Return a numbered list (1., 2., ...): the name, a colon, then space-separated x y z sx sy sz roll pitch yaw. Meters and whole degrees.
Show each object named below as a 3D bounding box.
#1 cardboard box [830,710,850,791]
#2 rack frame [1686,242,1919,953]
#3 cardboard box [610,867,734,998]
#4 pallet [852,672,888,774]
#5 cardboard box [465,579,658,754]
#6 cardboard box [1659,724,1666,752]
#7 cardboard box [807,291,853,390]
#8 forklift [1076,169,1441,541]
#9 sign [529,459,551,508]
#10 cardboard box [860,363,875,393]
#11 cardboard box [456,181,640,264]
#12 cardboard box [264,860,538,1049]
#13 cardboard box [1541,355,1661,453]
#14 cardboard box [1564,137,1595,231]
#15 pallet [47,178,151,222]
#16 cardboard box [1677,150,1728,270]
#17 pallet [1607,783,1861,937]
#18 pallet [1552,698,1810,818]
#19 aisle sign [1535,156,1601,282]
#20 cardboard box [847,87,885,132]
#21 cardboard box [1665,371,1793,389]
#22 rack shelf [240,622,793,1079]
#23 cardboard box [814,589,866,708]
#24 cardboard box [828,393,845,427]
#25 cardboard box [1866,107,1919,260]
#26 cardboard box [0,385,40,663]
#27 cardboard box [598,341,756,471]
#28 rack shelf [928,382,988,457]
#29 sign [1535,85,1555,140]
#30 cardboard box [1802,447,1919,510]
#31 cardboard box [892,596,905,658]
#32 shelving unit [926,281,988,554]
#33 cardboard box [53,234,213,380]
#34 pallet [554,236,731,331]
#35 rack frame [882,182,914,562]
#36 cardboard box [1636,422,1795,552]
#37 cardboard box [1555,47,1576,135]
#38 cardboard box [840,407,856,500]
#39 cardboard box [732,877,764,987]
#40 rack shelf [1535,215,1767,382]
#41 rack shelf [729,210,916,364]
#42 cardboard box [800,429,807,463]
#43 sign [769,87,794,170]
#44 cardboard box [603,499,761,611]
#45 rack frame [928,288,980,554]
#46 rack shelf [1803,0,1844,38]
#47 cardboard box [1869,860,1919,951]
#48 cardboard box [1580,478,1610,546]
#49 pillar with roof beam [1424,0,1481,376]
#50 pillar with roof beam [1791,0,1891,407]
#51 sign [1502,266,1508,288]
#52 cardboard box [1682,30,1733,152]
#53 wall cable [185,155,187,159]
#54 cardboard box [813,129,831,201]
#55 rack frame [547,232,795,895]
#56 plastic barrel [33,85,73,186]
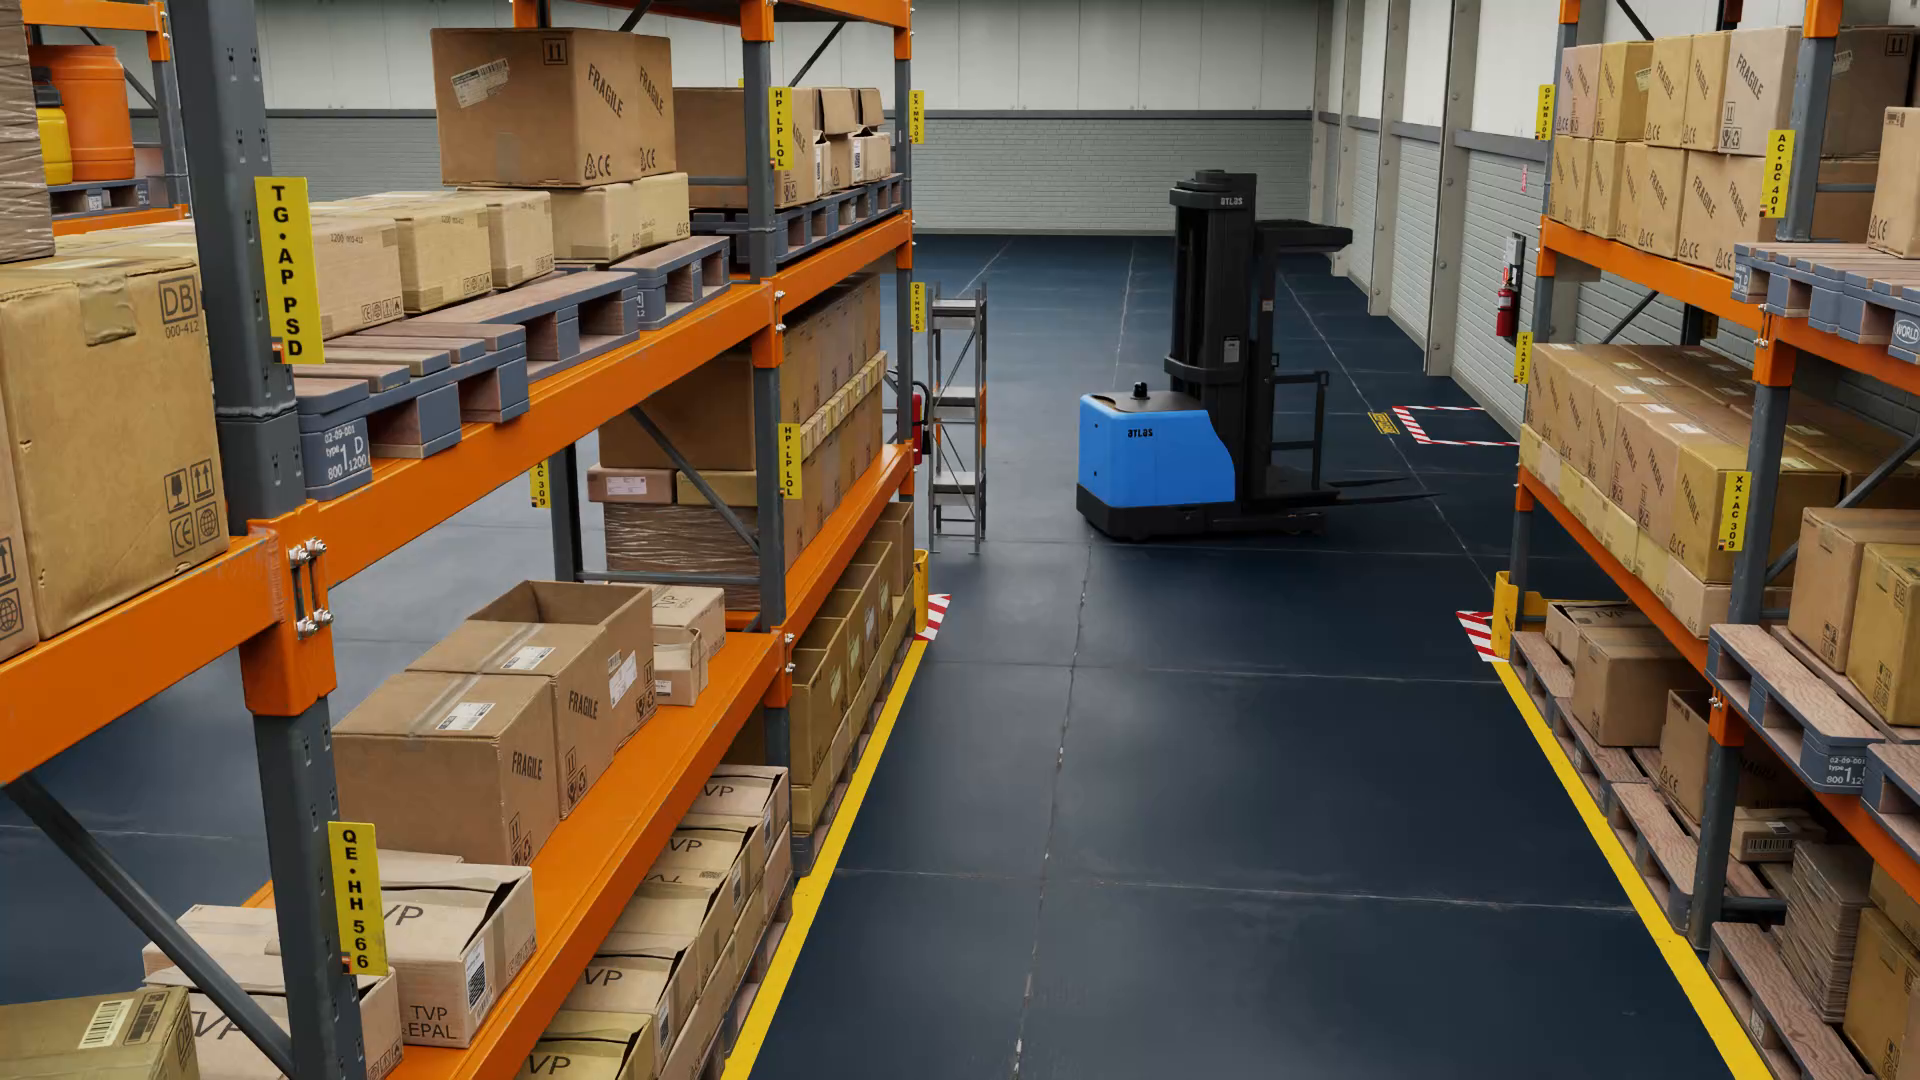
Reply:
1. cardboard box: -0.852 1.056 8.472 0.500 0.250 0.500 2 15 6
2. rack frame: 3.655 0.318 6.741 1.000 3.000 0.127 2 15 6
3. cardboard box: -1.139 1.405 6.110 0.500 0.311 0.500 2 15 6
4. pallet: -1.001 0.996 9.573 1.003 0.211 1.213 2 15 6
5. cardboard box: -1.430 0.460 6.024 0.500 0.500 0.500 3 15 10
6. cardboard box: 3.855 1.067 8.588 0.380 0.149 0.250 0 15 2
7. cardboard box: -0.997 -1.138 9.445 0.700 0.500 0.500 2 15 6
8. forklift: 2.578 -1.590 13.926 3.031 2.935 1.130 -3 16 -13
9. sign: -1.819 -0.299 7.213 0.100 0.325 0.005 2 15 6
10. cardboard box: -0.727 -0.987 10.132 0.380 0.149 0.250 1 15 5
11. cardboard box: -1.406 -1.104 5.733 0.500 0.250 0.500 0 15 1
12. cardboard box: -1.425 1.027 4.289 0.500 0.311 0.500 2 15 6
13. cardboard box: 3.688 -0.776 9.599 0.500 0.500 0.500 2 15 6
14. cardboard box: 3.724 -2.008 9.366 0.500 0.500 0.500 3 15 10
15. pallet: -5.928 -2.157 10.507 1.003 0.211 1.213 2 15 6
16. cardboard box: 3.536 -1.457 7.329 0.500 0.500 0.500 0 15 2
17. pallet: 3.696 1.488 7.753 1.003 0.211 1.213 2 15 6
18. pallet: 3.831 1.171 8.926 1.003 0.211 1.213 2 15 6
19. aisle sign: 3.816 -2.002 10.340 0.394 0.787 0.004 2 15 6
20. cardboard box: -0.885 -2.484 10.085 0.797 0.503 0.637 3 15 10
21. cardboard box: 4.144 -0.626 9.043 0.500 0.500 0.500 1 15 5
22. rack shelf: -1.493 1.039 5.453 1.077 0.370 4.000 2 15 6
23. cardboard box: -0.791 0.565 8.853 0.500 0.500 0.500 2 15 6
24. cardboard box: -0.843 -0.719 9.141 0.380 0.149 0.250 1 15 5
25. cardboard box: 3.514 -1.242 5.766 0.500 0.500 0.500 4 16 14
26. cardboard box: -1.792 -0.040 2.124 0.910 0.500 0.500 2 15 6
27. cardboard box: -1.224 -0.617 7.521 0.700 0.500 0.500 2 15 7
28. rack shelf: -0.019 -0.957 13.233 0.431 0.518 0.480 2 15 6
29. sign: 3.567 -2.606 10.131 0.100 0.325 0.005 2 15 6
30. cardboard box: 3.916 -0.097 7.088 0.500 0.500 0.500 1 15 5
31. cardboard box: -0.627 0.538 10.390 0.500 0.250 0.500 2 15 6
32. shelving unit: -0.019 -0.971 13.229 0.431 2.100 0.503 2 15 6
33. cardboard box: -1.724 -0.488 3.455 0.500 0.250 0.500 1 15 2
34. pallet: -1.354 -0.954 6.063 0.805 0.209 1.217 1 15 4
35. rack frame: -0.816 -0.865 11.114 1.000 3.000 0.127 2 15 6
36. cardboard box: 3.452 -0.243 7.626 0.500 0.500 0.500 2 15 6
37. cardboard box: 3.822 -2.616 9.697 0.500 0.500 0.500 1 15 2
38. cardboard box: -0.998 -0.527 9.674 0.700 0.500 0.500 2 15 7
39. cardboard box: -1.085 1.545 6.667 0.500 0.250 0.500 1 15 5
40. rack shelf: 3.881 -1.302 8.362 1.077 0.370 4.000 2 15 6
41. rack shelf: -1.042 -1.447 8.898 1.077 0.370 4.000 2 15 6
42. cardboard box: -0.961 -0.453 8.156 0.380 0.149 0.250 2 15 6
43. sign: -0.727 -1.663 6.727 0.100 0.325 0.005 2 15 6
44. cardboard box: -1.224 0.009 7.690 0.700 0.500 0.500 1 15 5
45. rack frame: -0.046 -0.907 12.995 0.400 2.100 0.015 2 15 6
46. rack shelf: 3.429 -1.519 4.186 1.077 0.370 4.000 2 15 6
47. cardboard box: 3.542 1.256 5.781 0.500 0.250 0.500 1 15 5
48. cardboard box: 3.569 -0.142 8.689 0.500 0.250 0.500 2 15 7
49. pillar with roof beam: 1.963 -6.648 21.008 9.100 9.000 0.400 2 15 6
50. pillar with roof beam: 0.609 -3.536 9.498 9.100 9.000 0.400 2 15 6
51. sign: 6.046 -2.866 18.448 0.001 0.329 0.234 2 15 6
52. cardboard box: 3.494 -1.952 7.243 0.500 0.500 0.500 3 15 9
53. wall cable: -21.380 -11.344 44.322 3.097 2.526 0.112 2 15 6
54. cardboard box: -0.888 -1.765 7.796 0.500 0.311 0.500 1 15 3
55. rack frame: -1.267 0.173 7.277 1.000 3.000 0.127 2 15 6
56. plastic barrel: -5.740 -2.454 10.079 0.600 0.588 0.600 0 15 0
